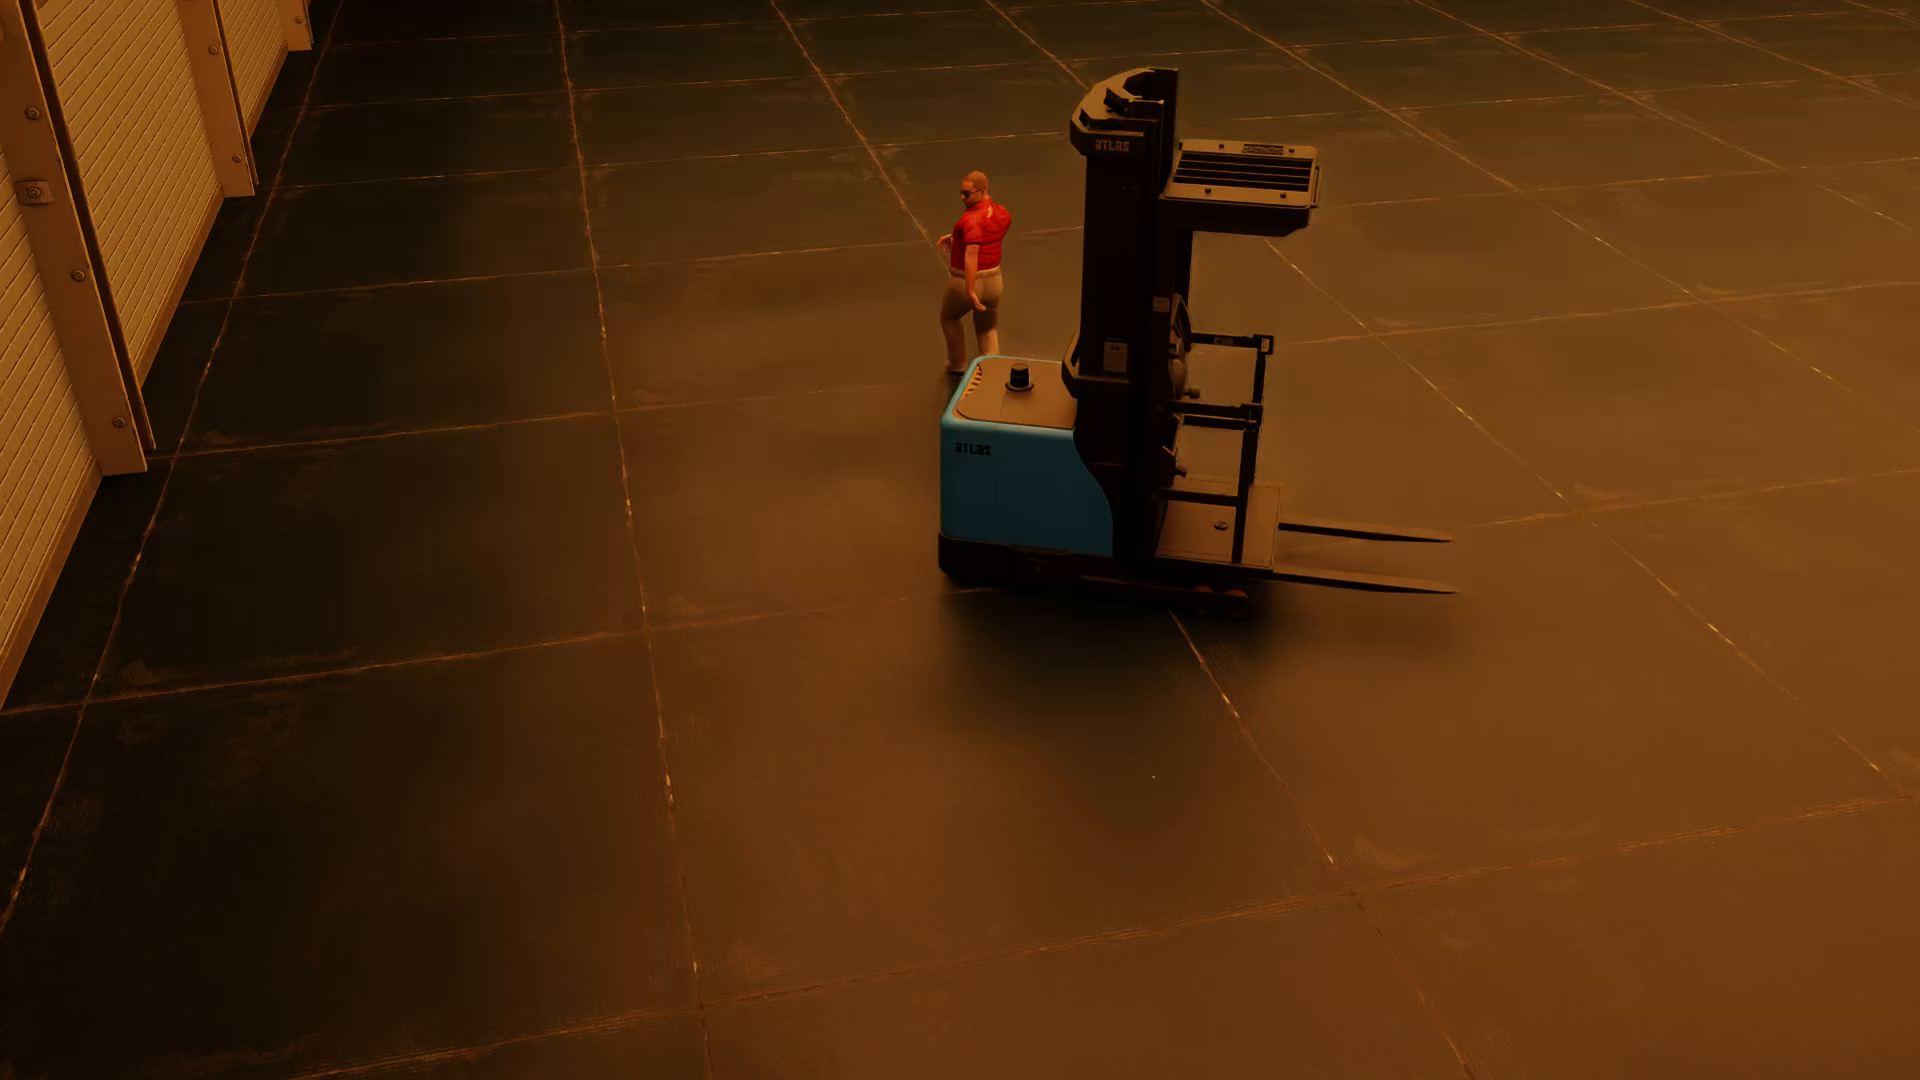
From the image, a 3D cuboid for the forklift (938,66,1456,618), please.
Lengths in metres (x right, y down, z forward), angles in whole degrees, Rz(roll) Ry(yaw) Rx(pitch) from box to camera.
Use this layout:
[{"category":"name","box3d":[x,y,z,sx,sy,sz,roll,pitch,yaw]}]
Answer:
[{"category":"forklift","box3d":[1.441,-1.105,9.483,3.031,2.935,1.130,6,31,11]}]

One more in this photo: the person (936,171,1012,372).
[{"category":"person","box3d":[0.124,-1.867,12.119,0.564,1.689,0.957,-14,33,-23]}]
